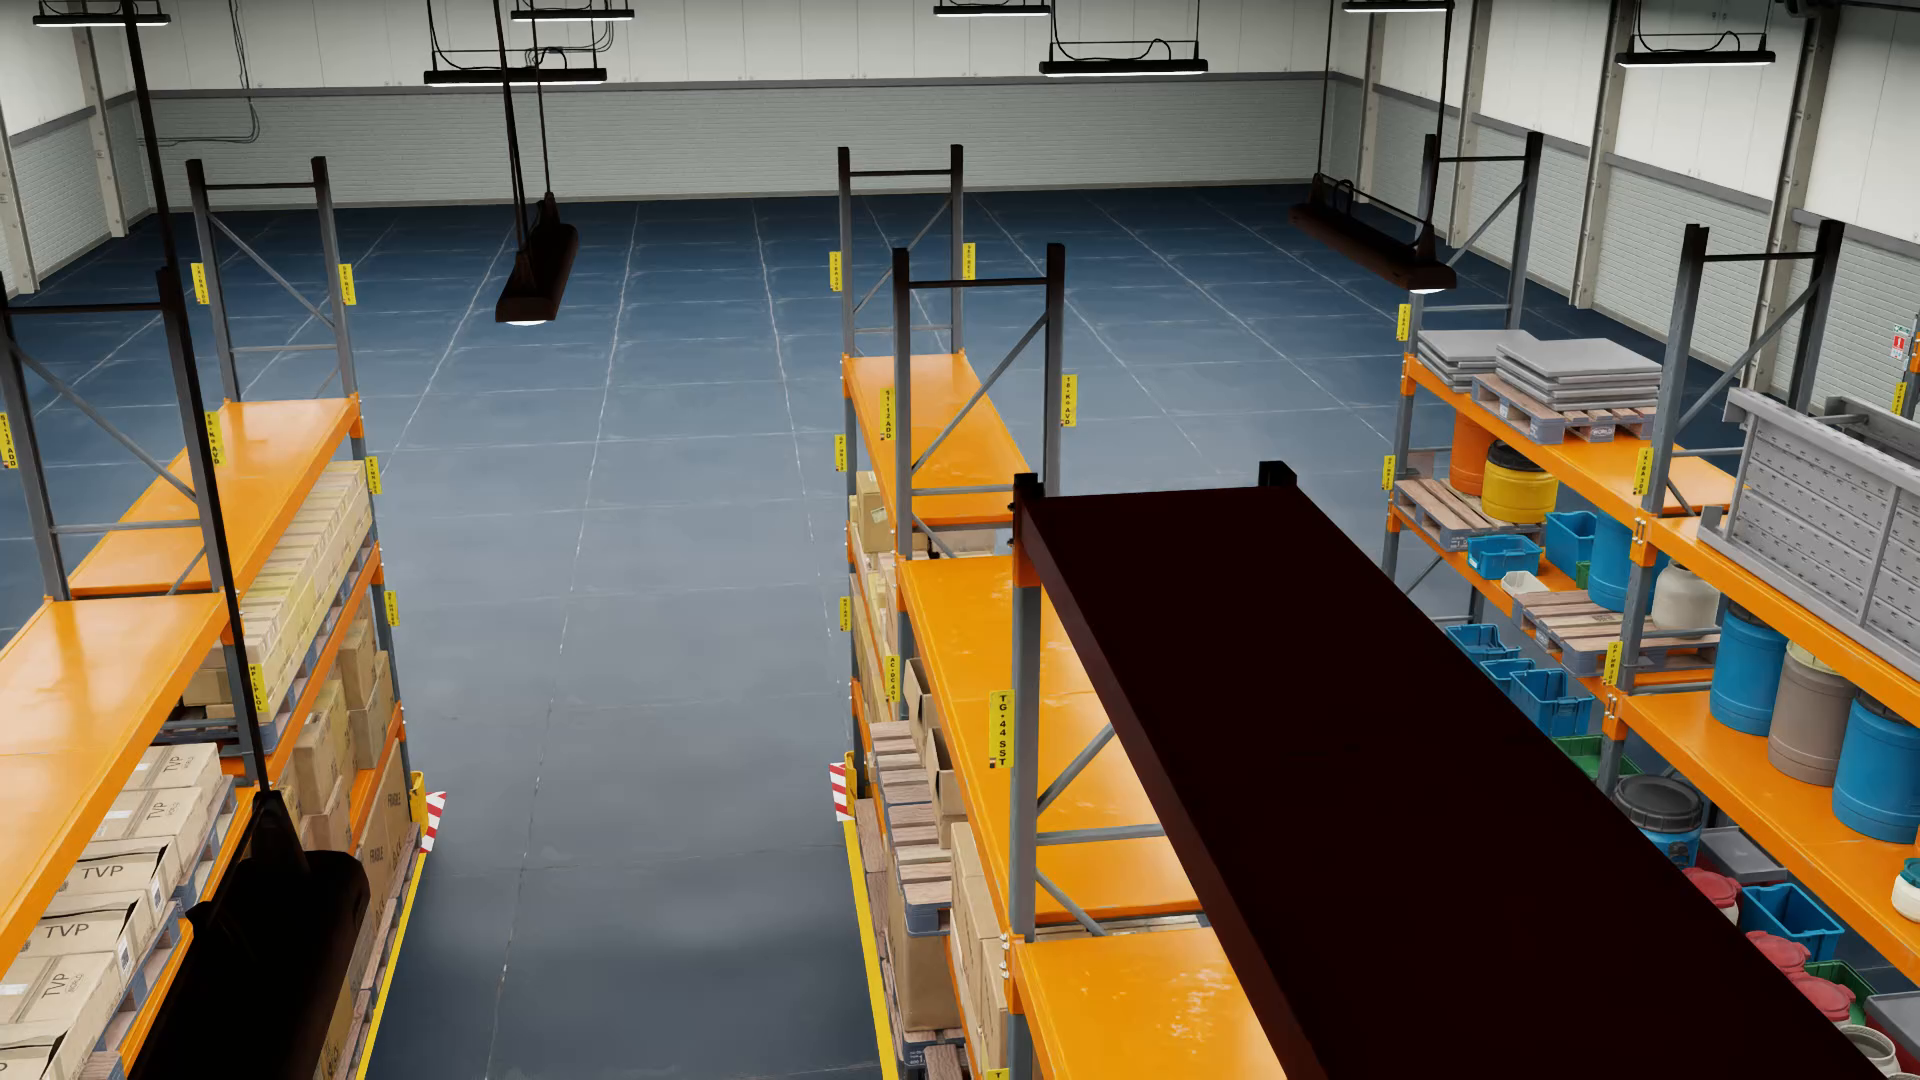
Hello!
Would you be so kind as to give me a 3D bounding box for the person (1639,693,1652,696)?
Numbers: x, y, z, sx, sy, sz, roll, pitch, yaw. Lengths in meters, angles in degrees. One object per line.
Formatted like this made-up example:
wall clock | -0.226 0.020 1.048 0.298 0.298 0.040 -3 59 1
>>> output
person | 6.986 0.863 17.299 0.466 1.576 1.115 1 22 3
